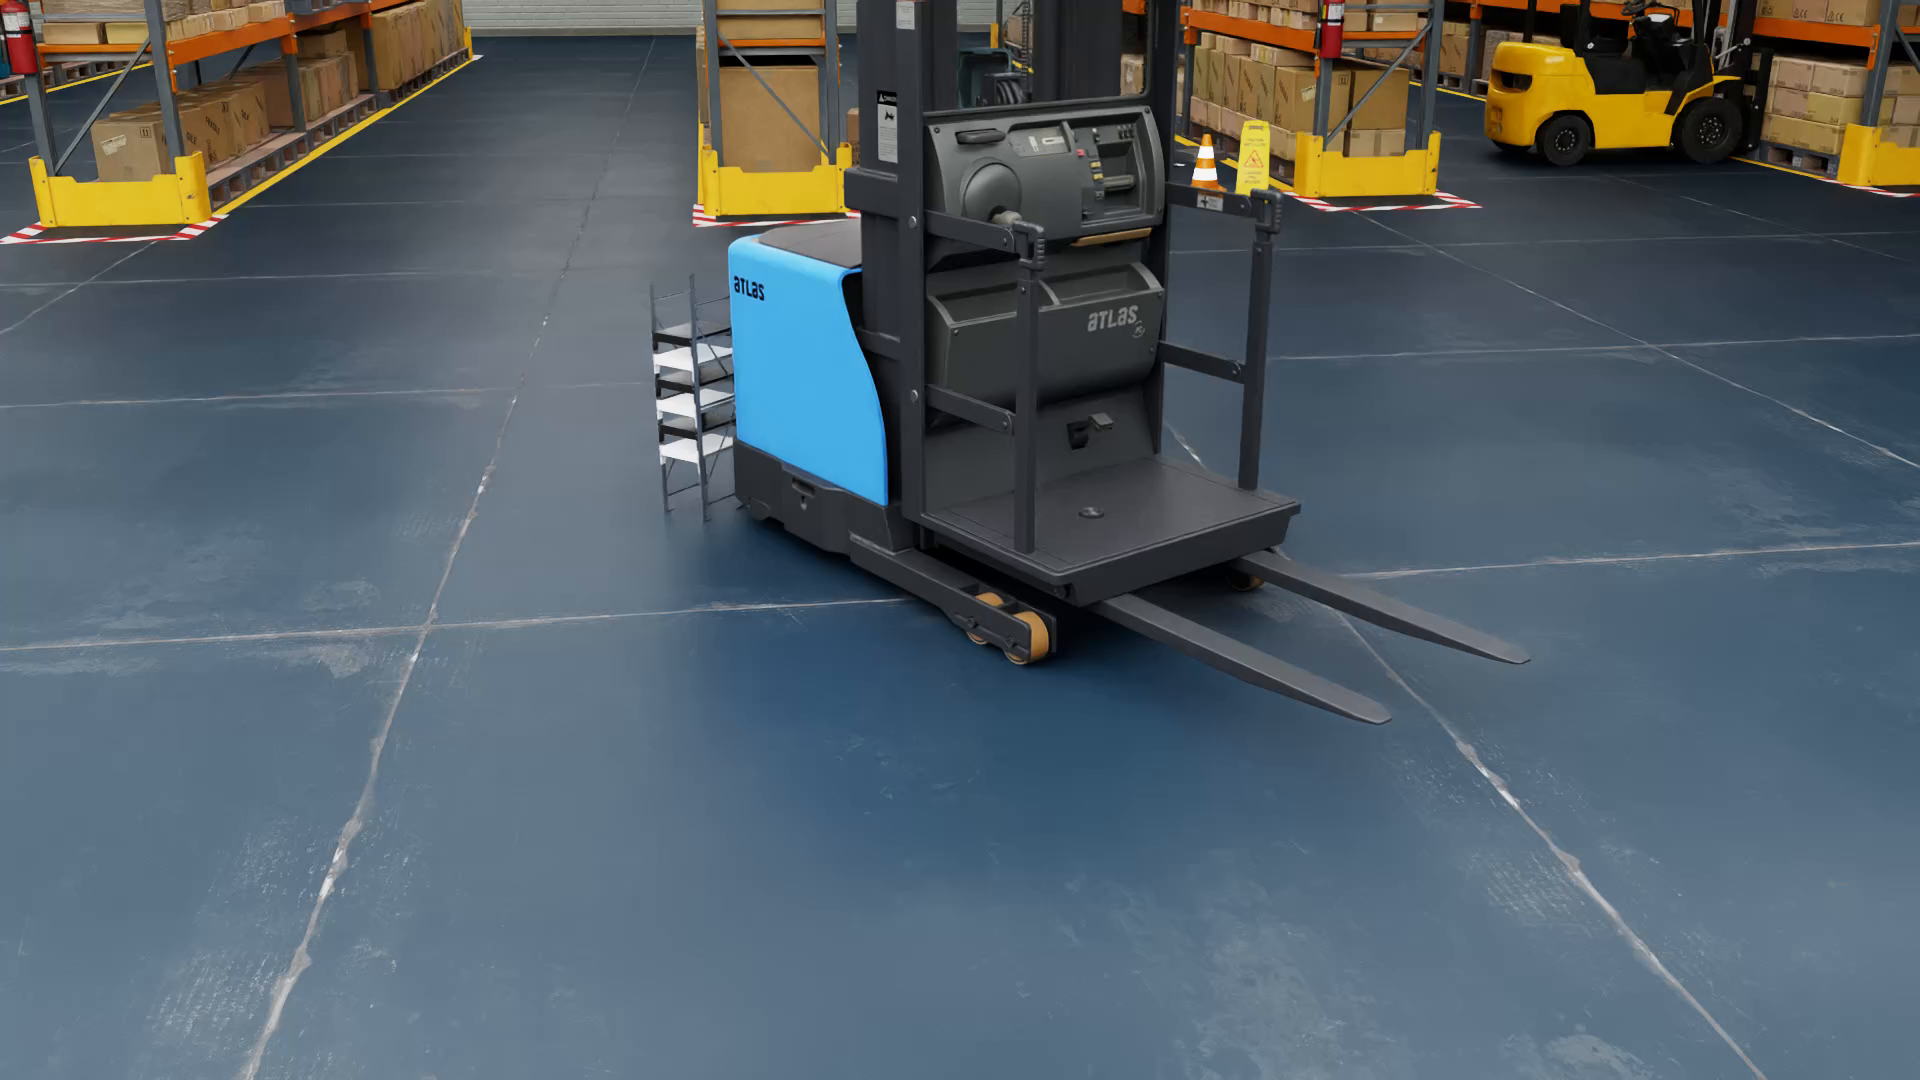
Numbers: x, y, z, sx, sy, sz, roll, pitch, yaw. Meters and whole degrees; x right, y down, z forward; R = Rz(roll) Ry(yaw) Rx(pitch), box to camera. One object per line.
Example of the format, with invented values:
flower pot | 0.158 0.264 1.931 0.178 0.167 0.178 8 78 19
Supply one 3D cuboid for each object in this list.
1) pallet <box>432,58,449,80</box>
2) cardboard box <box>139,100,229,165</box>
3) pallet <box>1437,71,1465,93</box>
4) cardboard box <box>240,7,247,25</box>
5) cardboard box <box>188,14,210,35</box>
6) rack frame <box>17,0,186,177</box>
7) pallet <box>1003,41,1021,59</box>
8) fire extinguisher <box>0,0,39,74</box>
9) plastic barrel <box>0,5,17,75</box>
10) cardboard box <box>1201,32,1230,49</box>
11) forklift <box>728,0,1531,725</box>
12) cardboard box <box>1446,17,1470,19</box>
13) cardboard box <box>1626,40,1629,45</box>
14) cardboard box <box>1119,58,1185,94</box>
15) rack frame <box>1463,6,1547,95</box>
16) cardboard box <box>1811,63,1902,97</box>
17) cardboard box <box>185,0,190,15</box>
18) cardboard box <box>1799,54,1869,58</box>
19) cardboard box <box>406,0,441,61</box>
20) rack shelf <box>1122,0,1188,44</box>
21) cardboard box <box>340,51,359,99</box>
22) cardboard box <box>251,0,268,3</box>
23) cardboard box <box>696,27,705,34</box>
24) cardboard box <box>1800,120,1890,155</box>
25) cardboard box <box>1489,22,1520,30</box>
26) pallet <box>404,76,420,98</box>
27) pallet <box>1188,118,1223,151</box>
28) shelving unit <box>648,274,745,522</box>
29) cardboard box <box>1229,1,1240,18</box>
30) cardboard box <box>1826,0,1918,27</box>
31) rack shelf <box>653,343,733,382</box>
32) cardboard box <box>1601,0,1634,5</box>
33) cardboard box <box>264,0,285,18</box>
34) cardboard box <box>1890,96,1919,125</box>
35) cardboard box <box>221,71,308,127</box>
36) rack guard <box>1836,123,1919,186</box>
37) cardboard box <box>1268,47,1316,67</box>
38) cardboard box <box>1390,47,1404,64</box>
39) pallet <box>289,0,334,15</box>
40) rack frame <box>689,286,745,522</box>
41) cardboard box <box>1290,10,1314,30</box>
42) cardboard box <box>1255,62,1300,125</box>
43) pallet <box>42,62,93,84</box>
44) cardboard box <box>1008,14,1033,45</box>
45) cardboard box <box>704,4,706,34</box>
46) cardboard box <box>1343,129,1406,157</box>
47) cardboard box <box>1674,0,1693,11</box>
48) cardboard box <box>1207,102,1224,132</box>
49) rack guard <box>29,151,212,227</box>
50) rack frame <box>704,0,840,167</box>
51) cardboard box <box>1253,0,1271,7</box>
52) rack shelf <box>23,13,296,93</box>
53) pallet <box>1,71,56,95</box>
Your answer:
pallet | -8.133 -6.938 24.489 1.003 0.211 1.213 -3 21 -8
cardboard box | -6.636 -3.488 14.239 0.500 0.500 0.500 -1 21 -3
pallet | 7.123 -6.297 22.775 1.003 0.211 1.213 -3 21 -8
cardboard box | -6.495 -4.594 14.589 0.380 0.149 0.250 -3 21 -8
cardboard box | -6.300 -4.162 13.432 0.380 0.149 0.250 -3 21 -8
rack frame | -6.371 -3.822 12.162 1.000 3.000 0.127 -3 21 -8
pallet | 1.322 -8.282 28.089 1.003 0.211 1.213 -3 21 -8
fire extinguisher | -6.811 -3.723 12.007 0.296 0.674 0.183 -3 21 -8
plastic barrel | -12.941 -6.751 22.404 0.600 0.901 0.708 -3 21 -8
cardboard box | 2.635 -5.006 16.664 0.380 0.149 0.250 -3 21 -7
forklift | 0.425 -1.179 5.184 1.130 2.935 3.031 -15 25 -35
cardboard box | 7.190 -7.410 23.813 0.380 0.149 0.250 -4 21 -10
cardboard box | 7.579 -5.492 19.426 0.875 0.625 0.625 -3 21 -8
cardboard box | 2.468 -5.606 20.094 0.950 0.372 0.625 -3 21 -9
rack frame | 7.193 -7.343 21.590 1.000 3.000 0.127 -3 21 -8
cardboard box | 7.972 -4.094 14.791 0.500 0.250 0.500 -2 21 -6
cardboard box | -6.614 -4.367 13.053 0.875 0.500 0.500 -3 21 -8
cardboard box | 8.328 -4.473 15.805 0.500 0.250 0.500 -3 21 -8
cardboard box | -8.117 -7.411 24.207 0.875 0.875 0.875 -3 21 -8
rack shelf | 2.570 -6.062 19.188 1.077 0.370 4.000 -3 21 -8
cardboard box | -7.408 -5.396 19.320 0.700 0.500 0.500 -4 21 -11
cardboard box | -6.944 -5.234 15.375 0.875 0.500 0.500 -3 21 -8
cardboard box | -2.603 -5.734 19.897 1.050 0.750 0.750 -3 21 -8
cardboard box | 7.966 -3.629 14.974 0.500 0.250 0.500 -3 21 -7
cardboard box | 7.415 -6.962 22.616 0.380 0.149 0.250 -2 21 -6
pallet | -7.736 -5.984 21.935 1.003 0.211 1.213 -3 21 -8
pallet | 2.990 -4.170 17.078 1.003 0.211 1.213 -3 21 -8
shelving unit | -1.006 -0.544 6.387 0.210 0.900 0.258 13 24 32
cardboard box | 2.762 -5.020 15.730 0.380 0.149 0.250 -3 21 -7
cardboard box | 8.016 -4.777 14.577 0.500 0.500 0.500 -3 21 -9
rack shelf | -1.006 -0.682 6.336 0.200 0.077 0.258 13 24 32
cardboard box | 7.438 -6.049 18.340 0.500 0.250 0.500 -2 21 -7
cardboard box | -6.626 -5.029 15.754 0.380 0.149 0.250 -3 21 -8
cardboard box | 8.484 -3.889 14.958 0.500 0.250 0.500 -3 21 -7
cardboard box | -7.015 -4.456 16.802 0.700 0.500 0.500 -5 21 -12
rack guard | 8.350 -3.394 14.589 1.175 0.500 0.348 -3 21 -8
cardboard box | 2.942 -4.273 14.702 0.380 0.149 0.250 -2 21 -6
cardboard box | 6.618 -7.218 24.227 0.500 0.500 0.500 -4 21 -9
pallet | -6.914 -5.389 16.632 1.003 0.211 1.213 -3 21 -8
rack frame | -0.922 -0.525 6.333 0.006 0.900 0.240 13 24 32
cardboard box | 3.023 -4.405 14.082 0.380 0.149 0.250 -3 21 -8
cardboard box | 2.983 -4.026 14.967 0.500 0.500 0.500 -2 21 -6
pallet | -13.147 -6.673 23.781 1.003 0.211 1.213 -3 21 -8
cardboard box | 1.323 -8.634 28.109 0.875 0.438 0.875 -4 21 -10
cardboard box | -1.648 -4.423 13.556 0.875 0.550 0.550 -3 21 -8
cardboard box | 3.593 -3.524 14.693 0.500 0.250 0.500 -3 21 -8
cardboard box | 7.667 -5.659 16.937 0.500 0.500 0.500 -3 21 -7
cardboard box | 2.765 -4.213 16.539 0.500 0.250 0.500 -2 21 -5
rack guard | -6.382 -2.677 12.670 1.175 0.500 0.348 -3 21 -8
rack frame | -1.448 -4.037 12.738 1.000 3.000 0.127 -3 21 -8
cardboard box | 2.948 -5.029 14.825 0.500 0.500 0.500 -3 21 -8
rack shelf | -6.660 -4.177 14.142 1.077 0.370 4.000 -3 21 -8
pallet | -12.932 -6.151 22.384 1.003 0.211 1.213 -3 21 -8
